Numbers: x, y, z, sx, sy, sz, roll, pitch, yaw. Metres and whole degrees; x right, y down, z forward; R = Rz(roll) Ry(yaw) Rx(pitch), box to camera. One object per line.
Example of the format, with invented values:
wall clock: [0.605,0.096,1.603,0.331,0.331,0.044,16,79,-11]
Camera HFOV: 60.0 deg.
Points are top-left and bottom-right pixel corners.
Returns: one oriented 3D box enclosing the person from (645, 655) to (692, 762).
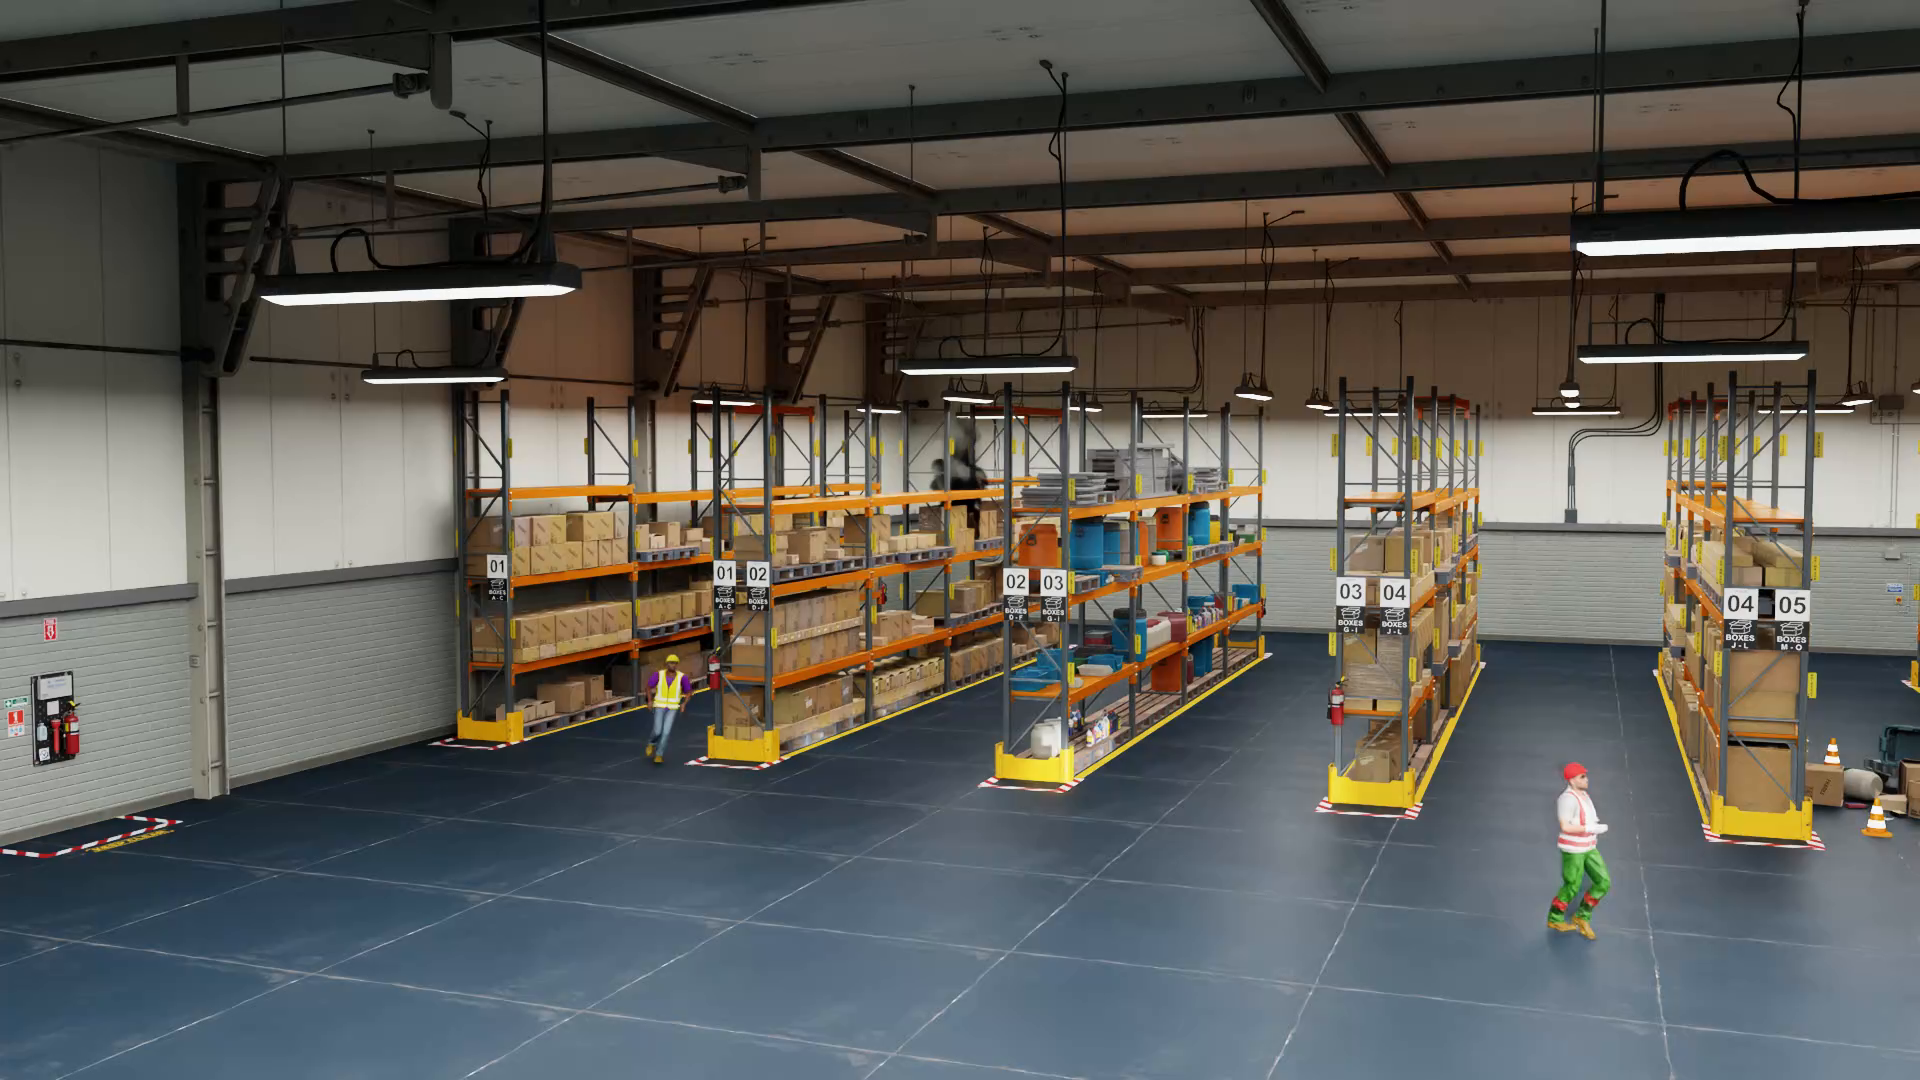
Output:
person: [-4.667,2.680,26.648,0.743,1.710,0.573,-1,3,-13]

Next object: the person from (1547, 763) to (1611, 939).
person: [6.340,3.179,16.957,0.635,1.809,0.681,-3,4,-41]
